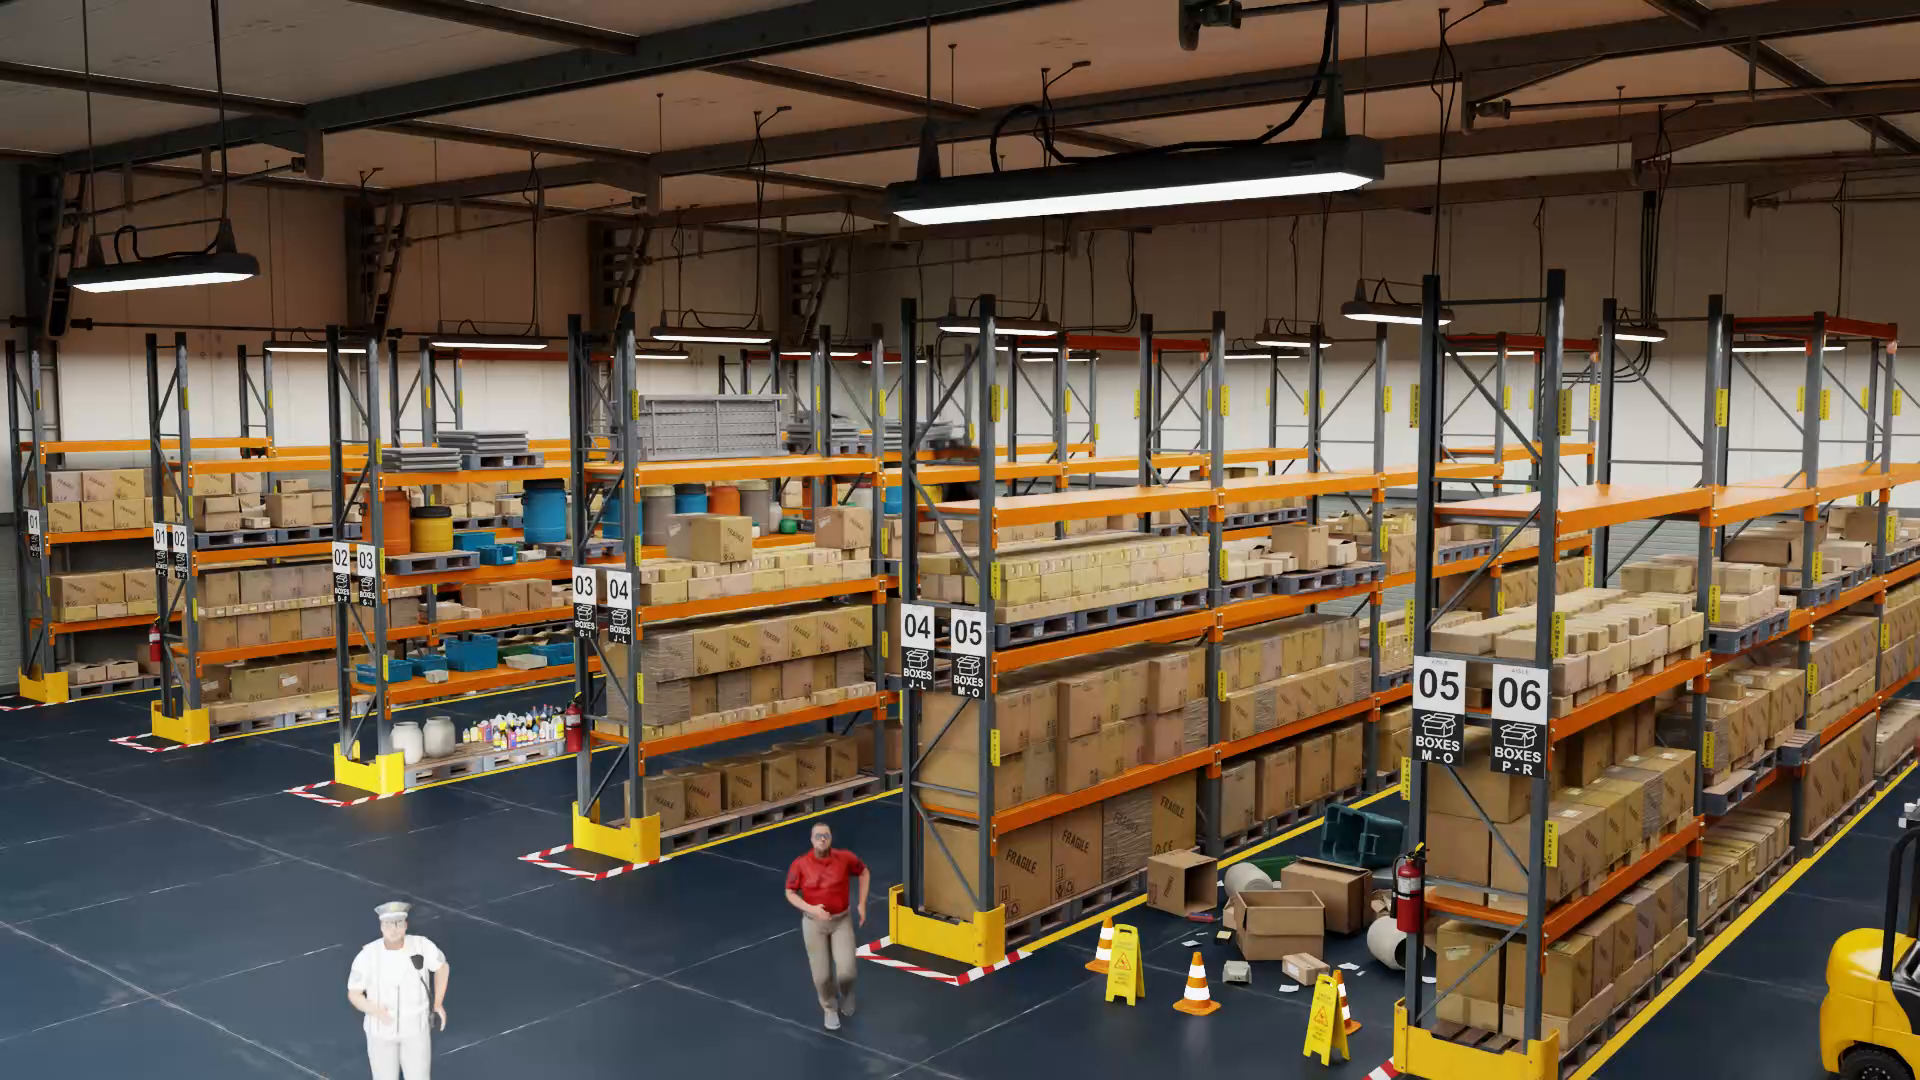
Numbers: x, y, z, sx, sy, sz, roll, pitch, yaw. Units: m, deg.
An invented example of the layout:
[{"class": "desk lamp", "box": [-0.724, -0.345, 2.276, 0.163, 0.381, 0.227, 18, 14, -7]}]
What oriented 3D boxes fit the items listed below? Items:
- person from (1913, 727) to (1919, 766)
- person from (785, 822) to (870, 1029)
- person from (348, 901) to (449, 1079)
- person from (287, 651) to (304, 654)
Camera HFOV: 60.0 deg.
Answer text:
[{"class": "person", "box": [11.183, 2.604, 18.840, 0.654, 1.744, 0.532, 4, 7, 38]}, {"class": "person", "box": [-1.086, 3.130, 13.463, 0.656, 1.674, 0.531, 0, 5, -4]}, {"class": "person", "box": [-3.765, 3.287, 11.182, 0.651, 1.743, 0.607, -2, 5, -18]}, {"class": "person", "box": [-11.142, 1.846, 27.882, 0.557, 1.621, 0.585, 3, 6, 29]}]
